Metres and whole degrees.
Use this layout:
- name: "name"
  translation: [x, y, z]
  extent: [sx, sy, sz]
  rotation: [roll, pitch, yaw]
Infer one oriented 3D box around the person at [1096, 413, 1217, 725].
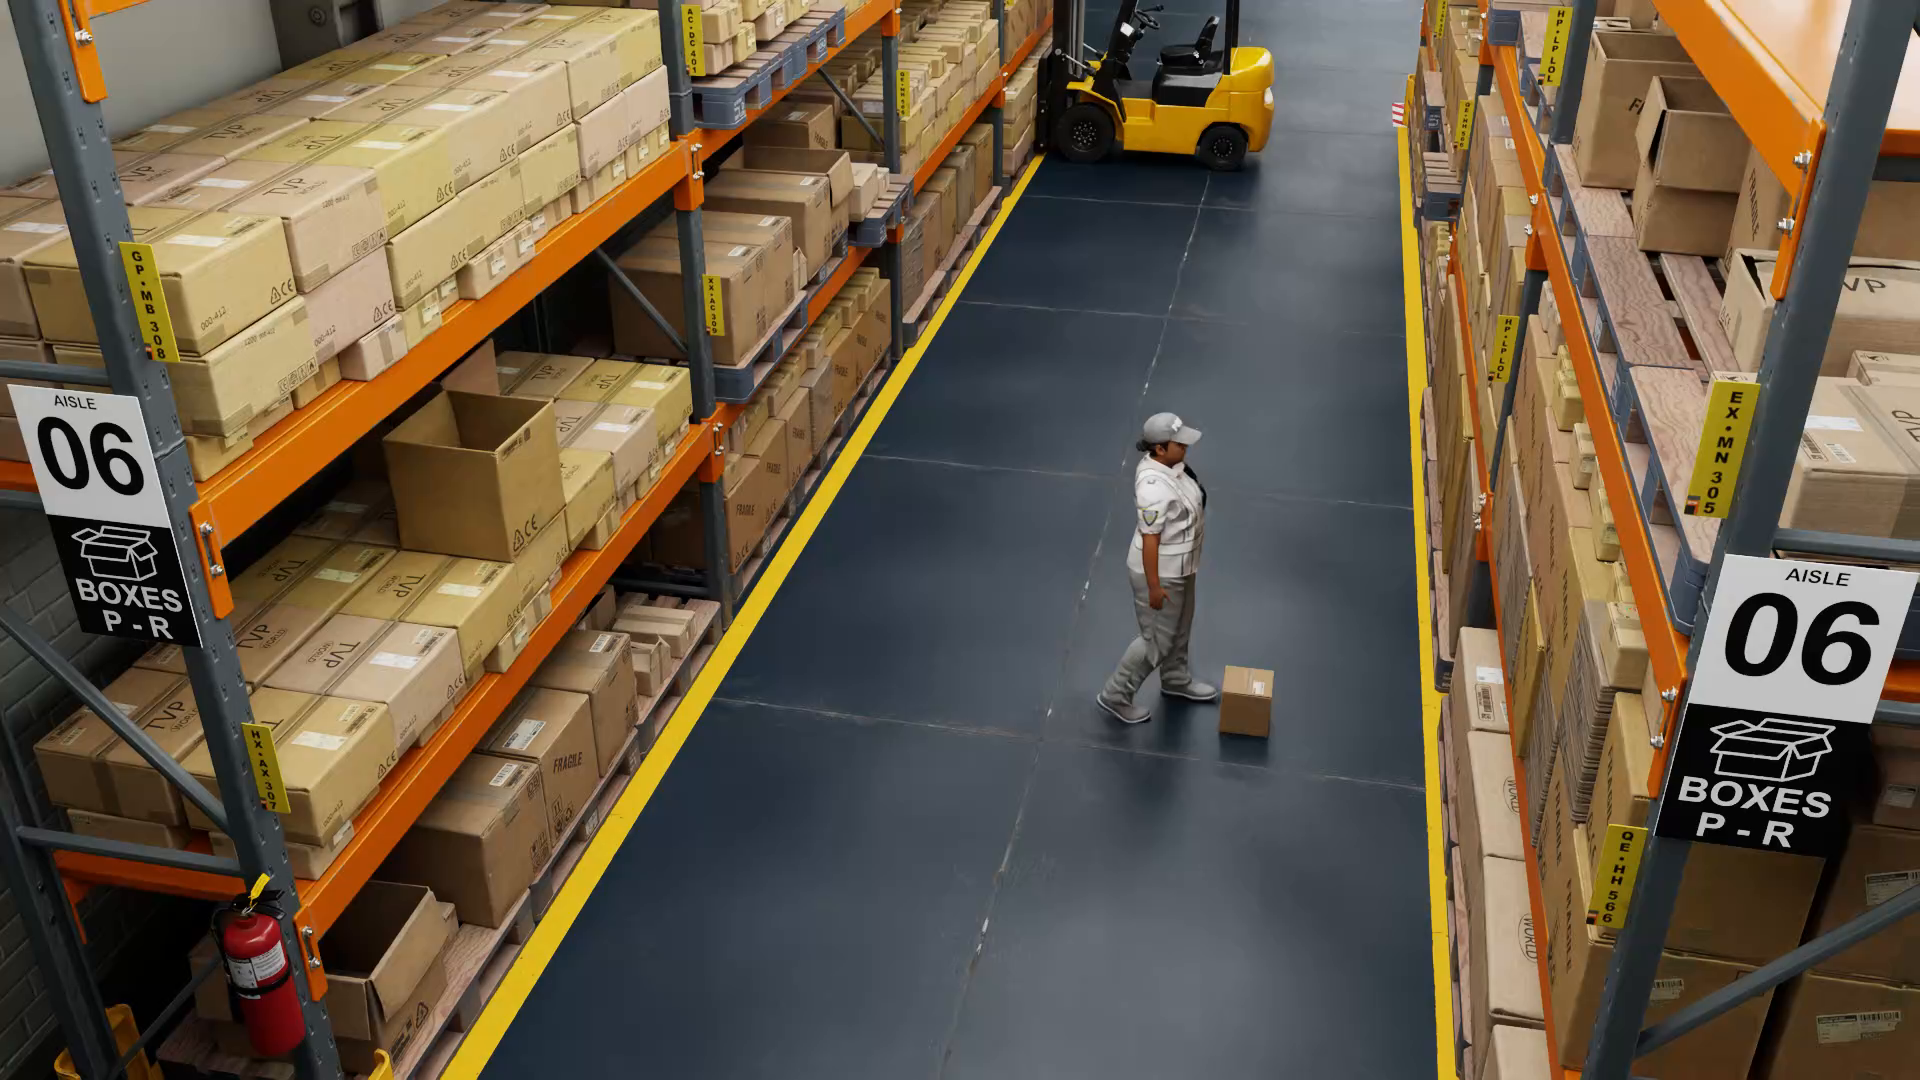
- name: "person"
  translation: [1.039, 0.136, 8.361]
  extent: [0.597, 1.671, 0.491]
  rotation: [7, 30, 12]
